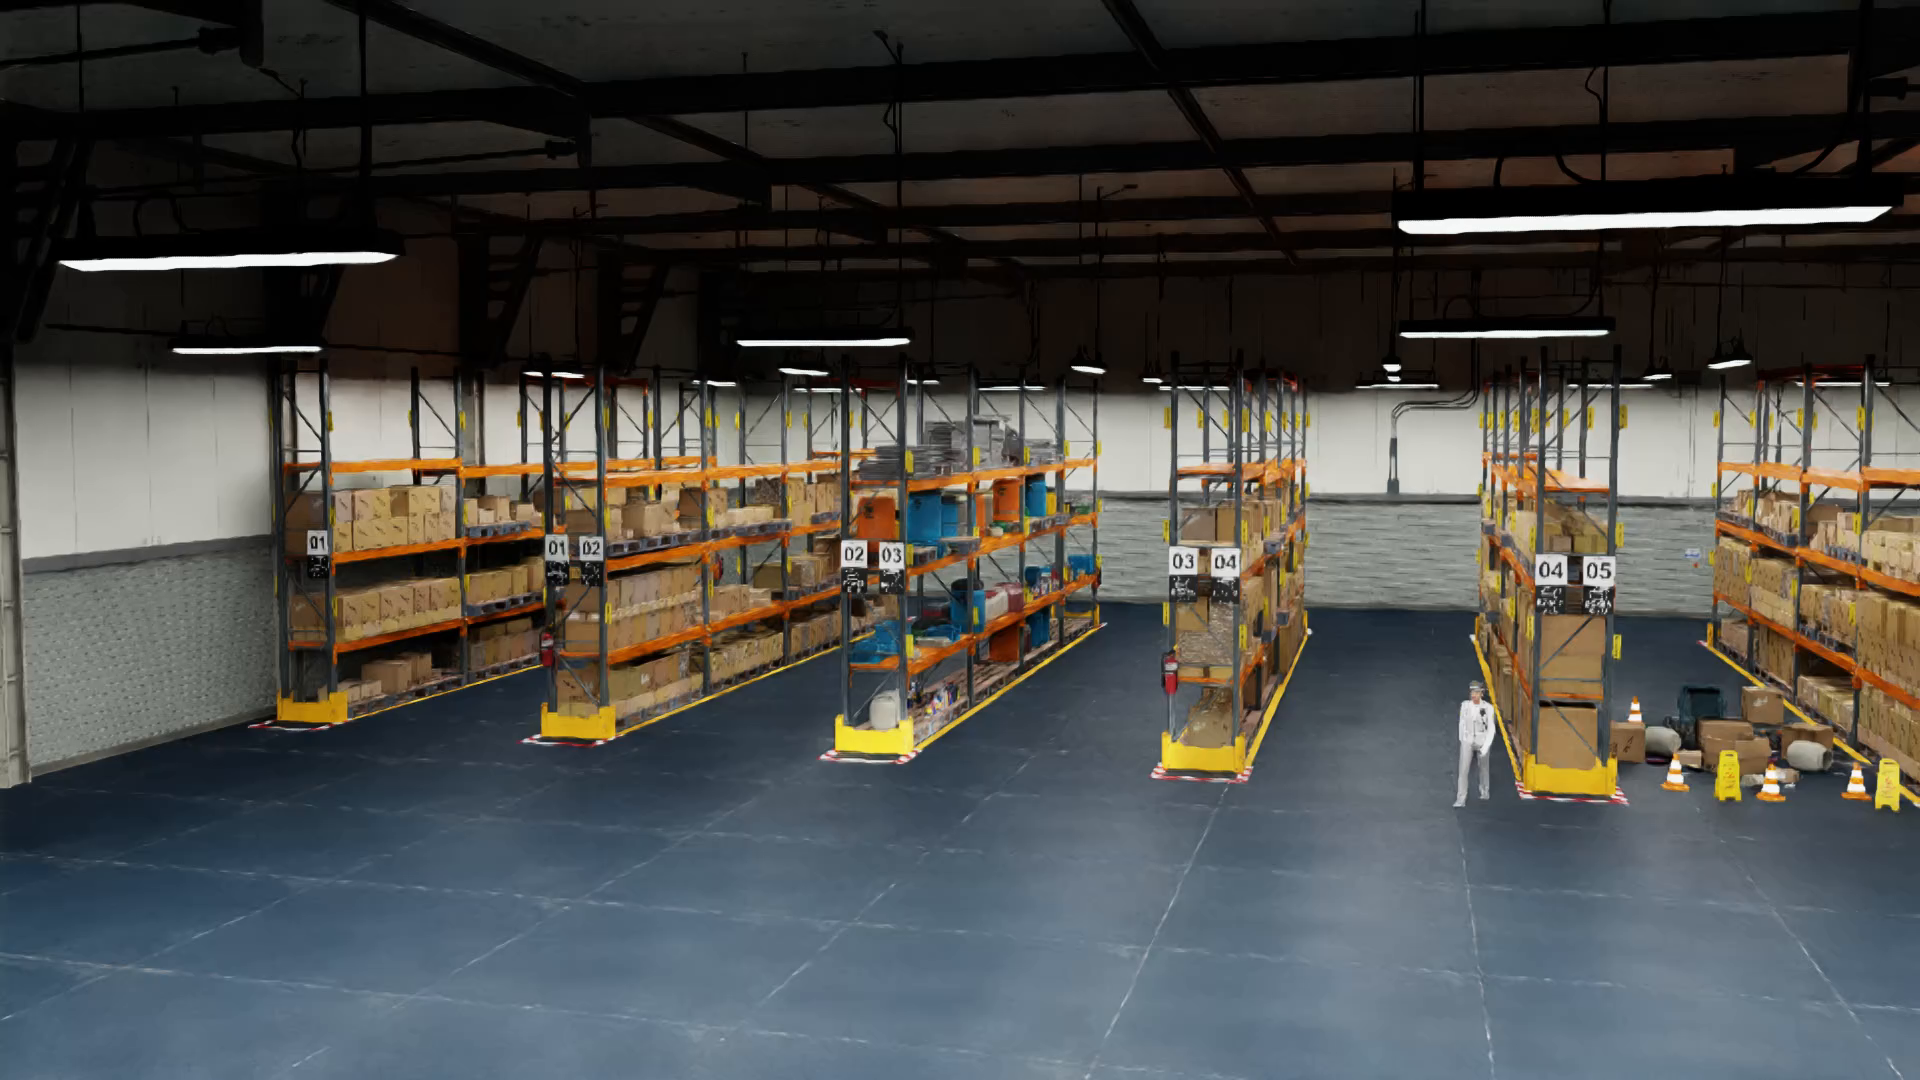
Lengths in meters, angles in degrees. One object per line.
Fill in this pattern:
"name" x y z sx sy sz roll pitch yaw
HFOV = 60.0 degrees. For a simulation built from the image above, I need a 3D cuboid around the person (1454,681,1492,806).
"person" 6.697 2.622 21.617 0.410 1.614 0.991 2 5 24
